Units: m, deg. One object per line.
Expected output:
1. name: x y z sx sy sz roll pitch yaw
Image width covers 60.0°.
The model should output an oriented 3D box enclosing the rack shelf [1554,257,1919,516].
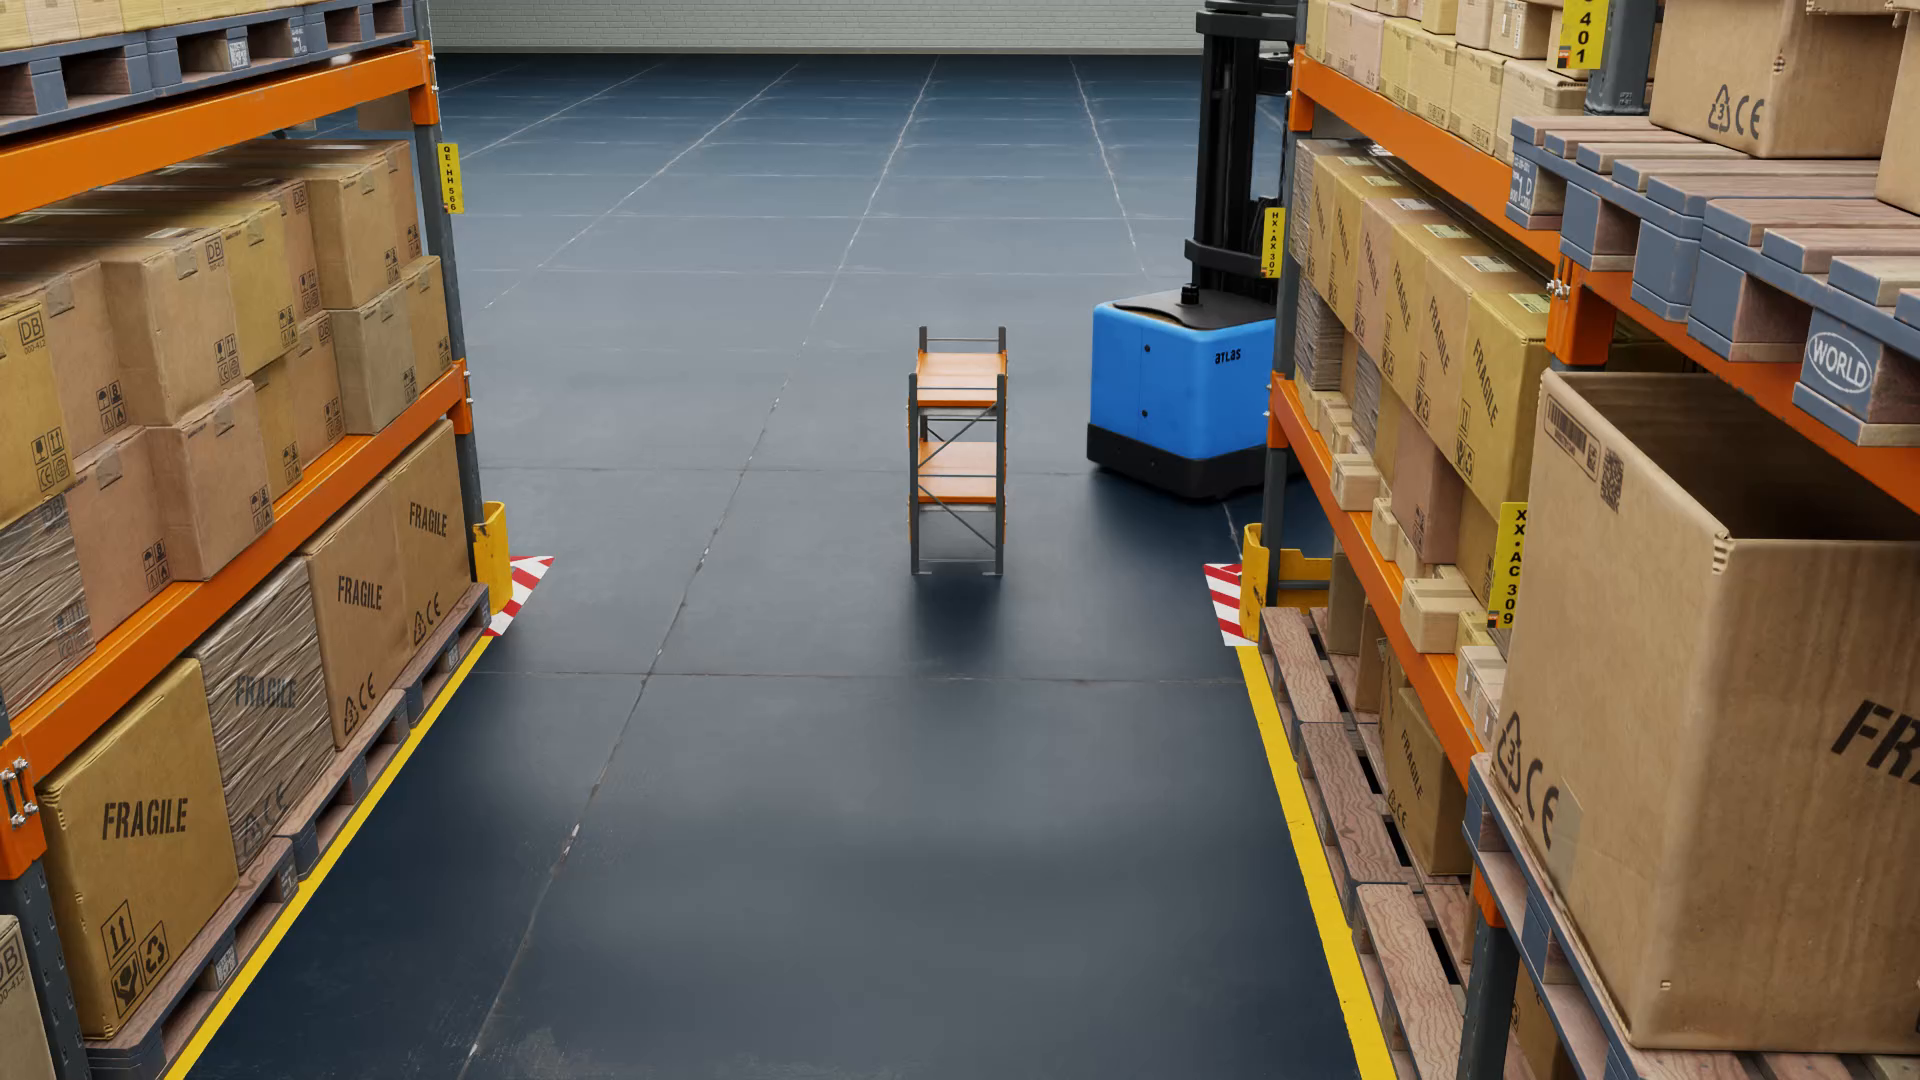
1. rack shelf: 1.824 0.130 1.894 1.077 0.370 4.000 1 21 2

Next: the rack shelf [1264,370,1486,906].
1. rack shelf: 1.945 0.083 6.164 1.077 0.370 4.000 1 21 2

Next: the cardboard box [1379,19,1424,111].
1. cardboard box: 1.694 -1.579 5.513 0.500 0.250 0.500 1 21 3

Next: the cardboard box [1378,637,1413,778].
1. cardboard box: 1.949 0.662 6.552 0.500 0.500 0.500 3 21 7

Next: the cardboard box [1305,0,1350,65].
1. cardboard box: 1.733 -2.133 6.941 0.500 0.250 0.500 1 21 3

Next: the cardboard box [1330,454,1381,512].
1. cardboard box: 1.617 -0.217 6.289 0.380 0.149 0.250 1 21 2

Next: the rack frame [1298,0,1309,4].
1. rack frame: 2.006 -3.773 6.812 1.000 3.000 0.127 1 21 2

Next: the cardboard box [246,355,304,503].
1. cardboard box: -3.027 -0.410 6.232 0.875 0.550 0.500 1 21 2

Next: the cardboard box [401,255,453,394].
1. cardboard box: -2.914 -1.002 7.758 0.875 0.550 0.550 1 21 2

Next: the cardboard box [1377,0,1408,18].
1. cardboard box: 1.693 -1.923 5.849 0.380 0.149 0.250 0 21 -1

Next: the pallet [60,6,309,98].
1. pallet: -2.995 -1.714 5.774 1.003 0.211 1.213 1 21 2

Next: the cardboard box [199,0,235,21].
1. cardboard box: -2.673 -1.822 5.561 0.380 0.149 0.250 1 21 2

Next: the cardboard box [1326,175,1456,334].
1. cardboard box: 1.681 -1.070 6.208 0.500 0.500 0.500 1 21 2

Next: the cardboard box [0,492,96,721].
1. cardboard box: -3.071 0.176 4.722 0.875 0.550 0.550 1 21 2

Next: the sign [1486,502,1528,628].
1. sign: 1.342 0.063 4.022 0.100 0.325 0.005 1 21 2

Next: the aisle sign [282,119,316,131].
1. aisle sign: -3.246 -2.308 7.737 0.394 0.787 0.004 1 21 2

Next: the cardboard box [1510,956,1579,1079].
1. cardboard box: 1.937 1.296 4.918 0.500 0.500 0.500 0 21 0

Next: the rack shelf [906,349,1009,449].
1. rack shelf: 0.000 -0.795 9.213 0.538 0.278 1.000 1 21 2

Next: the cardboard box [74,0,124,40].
1. cardboard box: -2.696 -1.547 4.851 0.380 0.149 0.250 0 21 1

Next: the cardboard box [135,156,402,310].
1. cardboard box: -2.923 -1.307 7.050 0.875 0.550 0.550 1 21 2

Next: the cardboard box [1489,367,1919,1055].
1. cardboard box: 1.720 0.281 3.249 1.000 1.000 1.000 1 21 2

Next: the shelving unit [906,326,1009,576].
1. shelving unit: 0.000 -0.522 9.319 0.538 1.125 1.048 1 21 2

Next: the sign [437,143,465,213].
1. sign: -2.406 -1.706 7.852 0.100 0.325 0.005 1 21 2

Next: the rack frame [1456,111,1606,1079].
1. rack frame: 1.885 0.470 4.170 1.000 3.000 0.127 1 21 2

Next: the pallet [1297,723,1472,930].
1. pallet: 1.904 1.085 6.441 1.003 0.211 1.213 1 21 2

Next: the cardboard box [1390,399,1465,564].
1. cardboard box: 1.925 -0.239 5.450 0.875 0.500 0.500 1 21 2

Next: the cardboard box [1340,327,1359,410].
1. cardboard box: 2.067 -0.781 6.845 0.875 0.500 0.500 1 21 2

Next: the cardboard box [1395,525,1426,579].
1. cardboard box: 1.685 0.055 5.588 0.380 0.149 0.250 1 21 2

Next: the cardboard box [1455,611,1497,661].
1. cardboard box: 1.682 0.326 4.888 0.380 0.149 0.250 1 21 2

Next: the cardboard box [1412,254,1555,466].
1. cardboard box: 1.637 -0.528 4.811 0.500 0.500 0.500 1 21 2

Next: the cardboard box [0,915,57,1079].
1. cardboard box: -2.999 1.458 4.155 1.050 0.750 0.750 1 21 1

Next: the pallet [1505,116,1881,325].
1. pallet: 1.759 -0.619 3.089 1.213 0.211 1.003 1 21 2

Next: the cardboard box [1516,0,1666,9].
1. cardboard box: 1.643 -1.512 3.892 0.500 0.500 0.500 0 21 0

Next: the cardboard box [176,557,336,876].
1. cardboard box: -2.957 0.621 6.138 0.875 0.875 0.875 1 21 2

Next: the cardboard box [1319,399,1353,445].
1. cardboard box: 1.723 -0.487 6.986 0.380 0.149 0.250 1 21 2

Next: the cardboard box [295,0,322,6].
1. cardboard box: -2.651 -2.099 6.273 0.380 0.149 0.250 0 21 1

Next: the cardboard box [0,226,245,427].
1. cardboard box: -2.970 -0.721 5.540 0.875 0.550 0.550 1 21 2

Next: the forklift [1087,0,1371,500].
1. forklift: 2.300 -2.014 10.667 3.031 2.935 1.130 -15 26 -34

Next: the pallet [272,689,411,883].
1. pallet: -2.934 0.963 6.756 1.003 0.211 1.213 1 21 2

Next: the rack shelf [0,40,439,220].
1. rack shelf: -3.009 -1.407 5.856 1.077 0.370 4.000 1 21 2

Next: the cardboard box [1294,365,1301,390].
1. cardboard box: 1.759 -0.758 7.684 0.380 0.149 0.250 1 21 2

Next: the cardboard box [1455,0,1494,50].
1. cardboard box: 1.609 -1.452 4.634 0.380 0.149 0.250 0 21 0

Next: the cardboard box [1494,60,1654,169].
1. cardboard box: 1.637 -1.026 4.087 0.500 0.250 0.500 1 21 4
